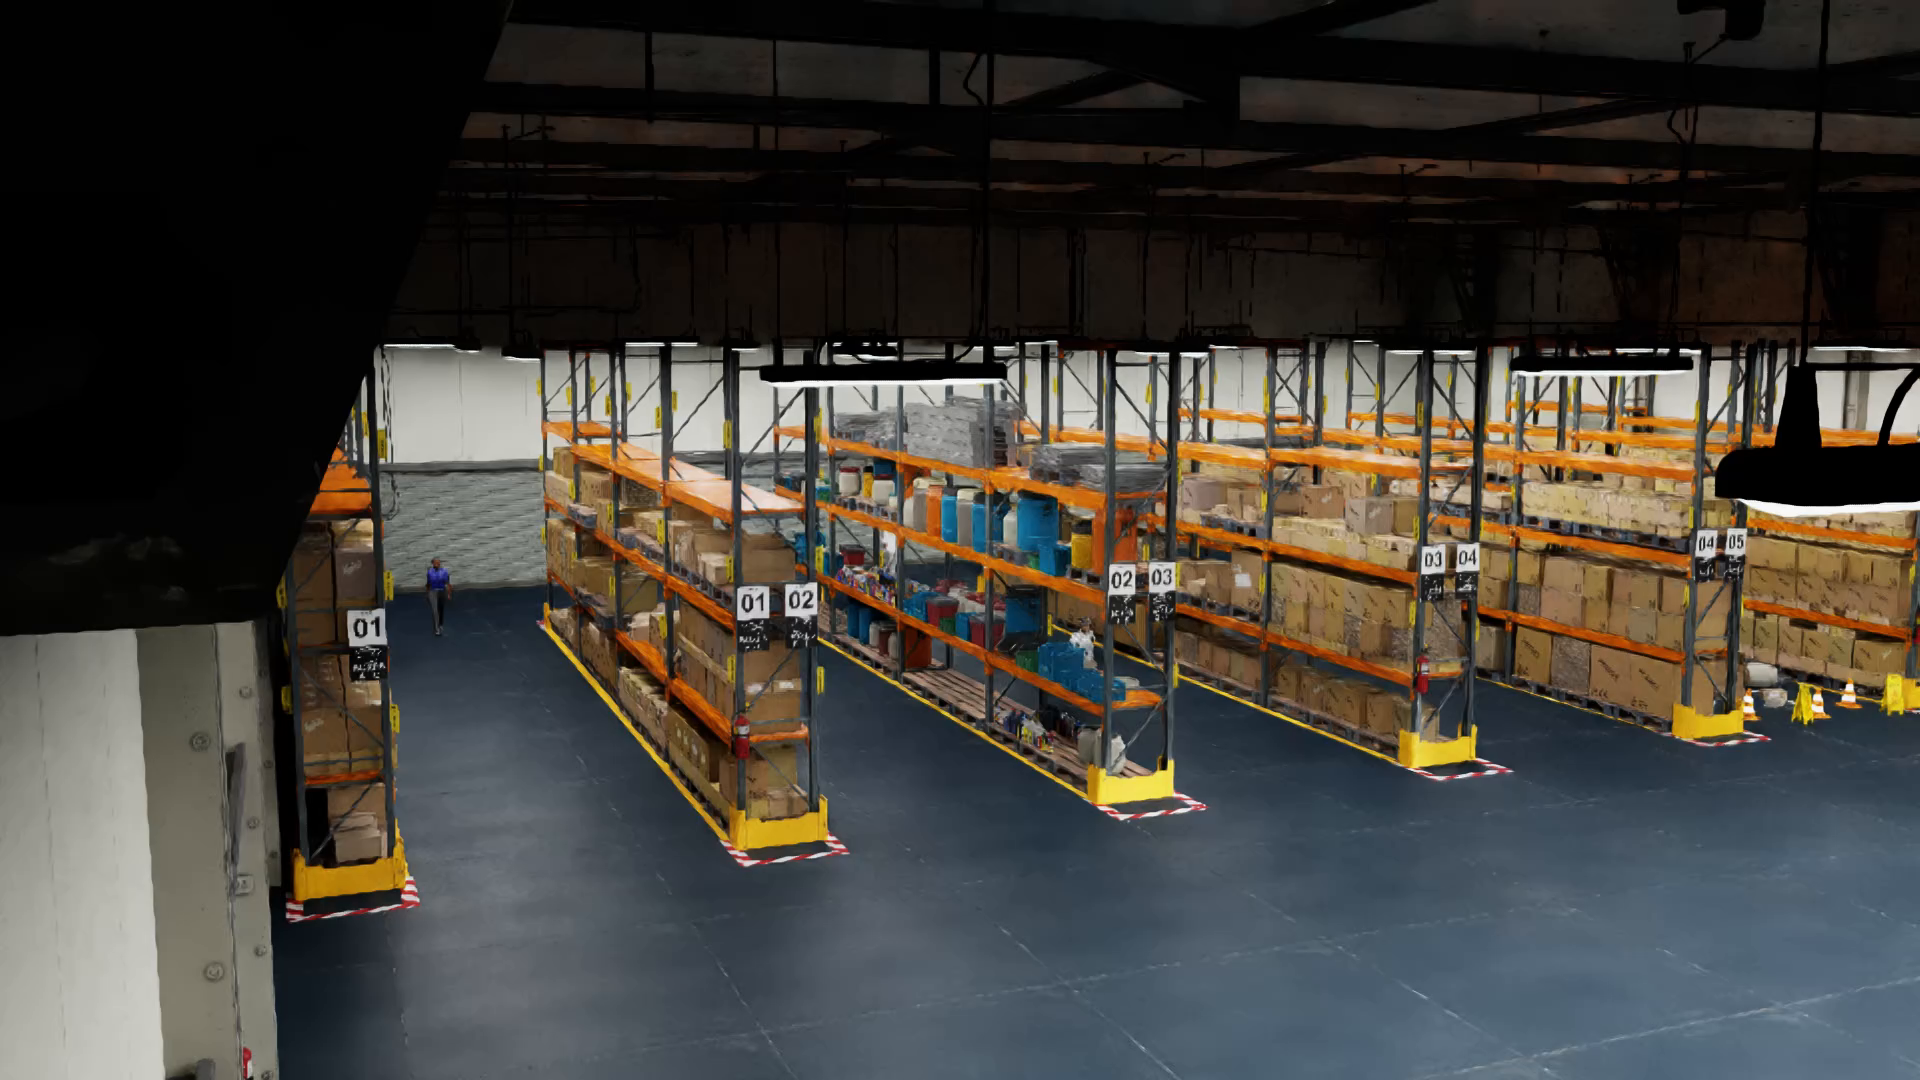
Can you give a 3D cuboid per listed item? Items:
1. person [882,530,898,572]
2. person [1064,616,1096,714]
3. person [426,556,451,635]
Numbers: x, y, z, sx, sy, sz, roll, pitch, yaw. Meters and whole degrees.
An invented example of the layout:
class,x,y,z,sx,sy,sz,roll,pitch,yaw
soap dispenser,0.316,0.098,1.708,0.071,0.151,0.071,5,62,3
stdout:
class,x,y,z,sx,sy,sz,roll,pitch,yaw
person,-1.744,0.063,41.471,0.563,1.768,0.627,5,9,33
person,1.998,2.010,27.100,0.495,1.585,1.086,-3,8,-19
person,-10.674,1.116,34.058,0.461,1.583,0.999,-3,8,-23
